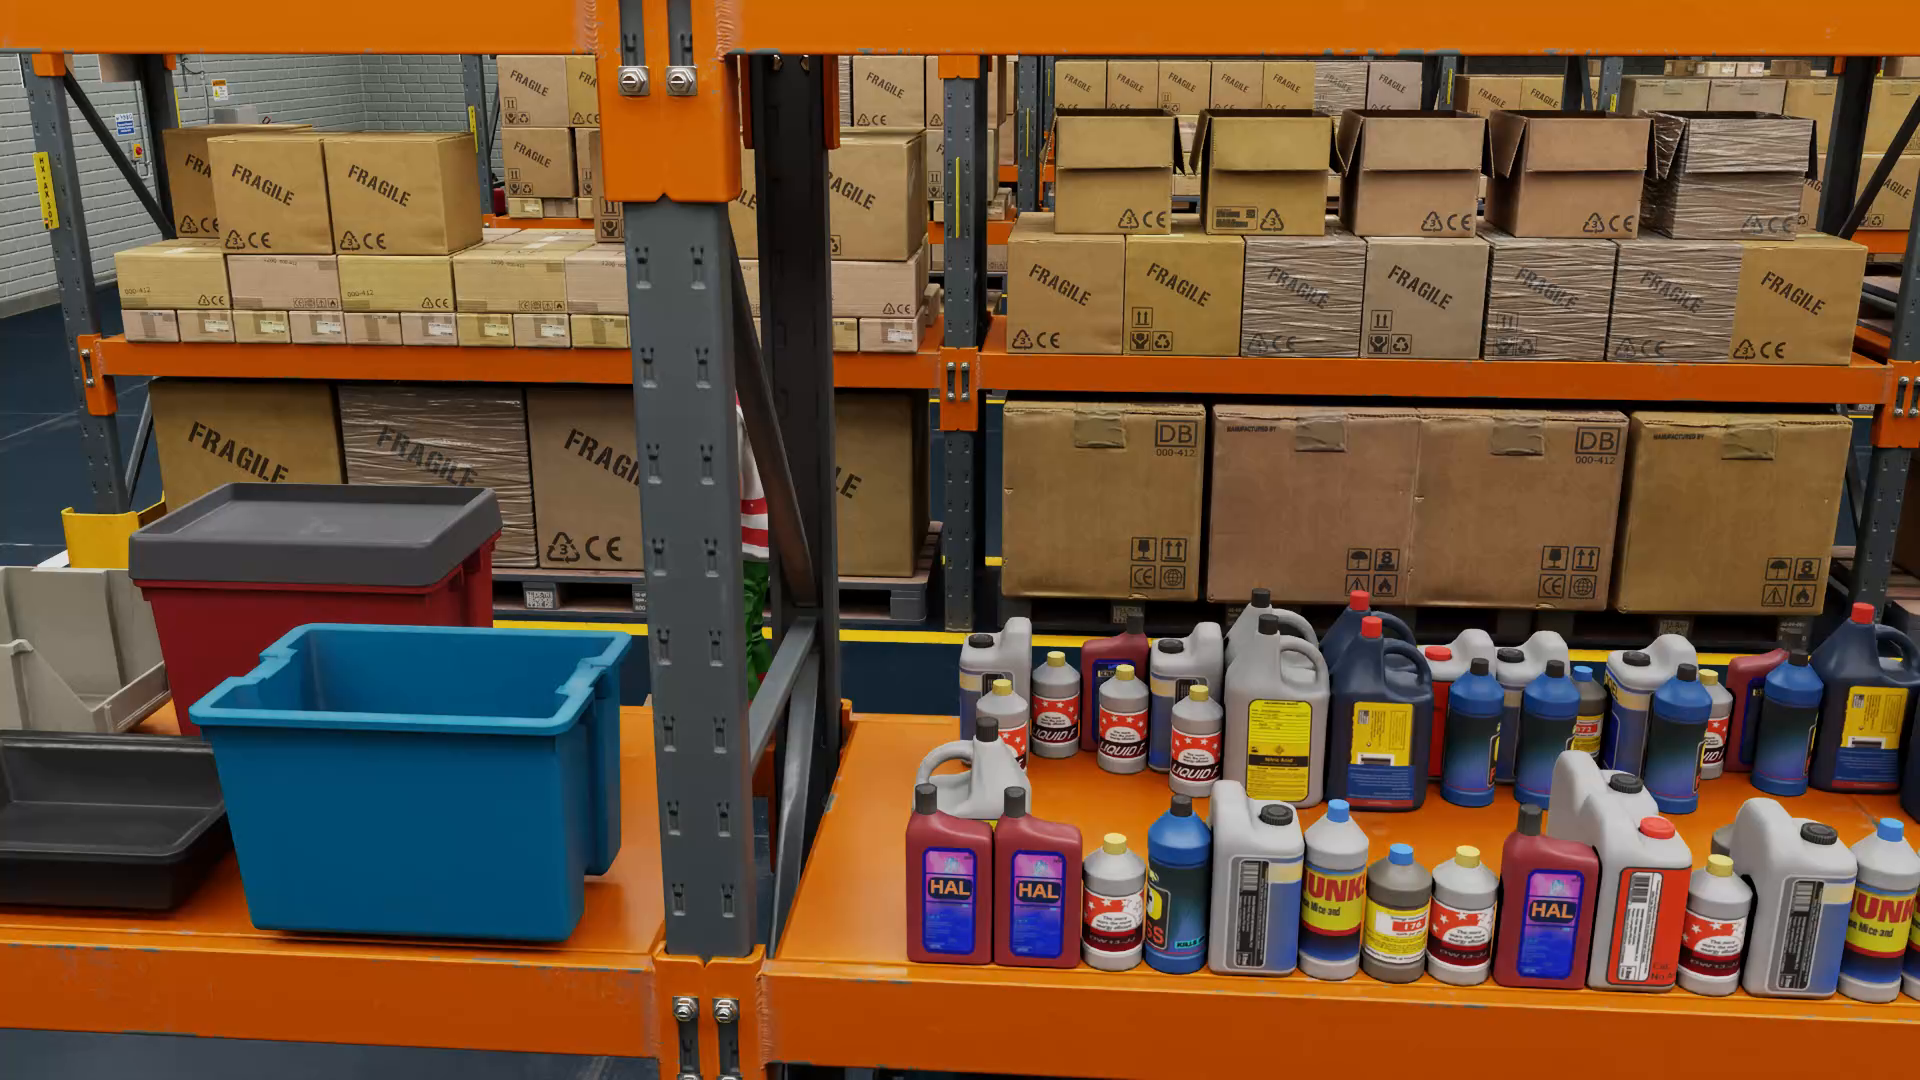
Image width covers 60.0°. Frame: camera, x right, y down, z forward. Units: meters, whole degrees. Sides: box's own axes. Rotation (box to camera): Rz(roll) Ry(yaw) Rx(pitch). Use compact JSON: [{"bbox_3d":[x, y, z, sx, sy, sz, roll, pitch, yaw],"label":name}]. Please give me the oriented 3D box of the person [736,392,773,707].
[{"bbox_3d":[-0.827,0.016,5.975,0.448,1.777,0.609,1,17,4],"label":"person"}]
